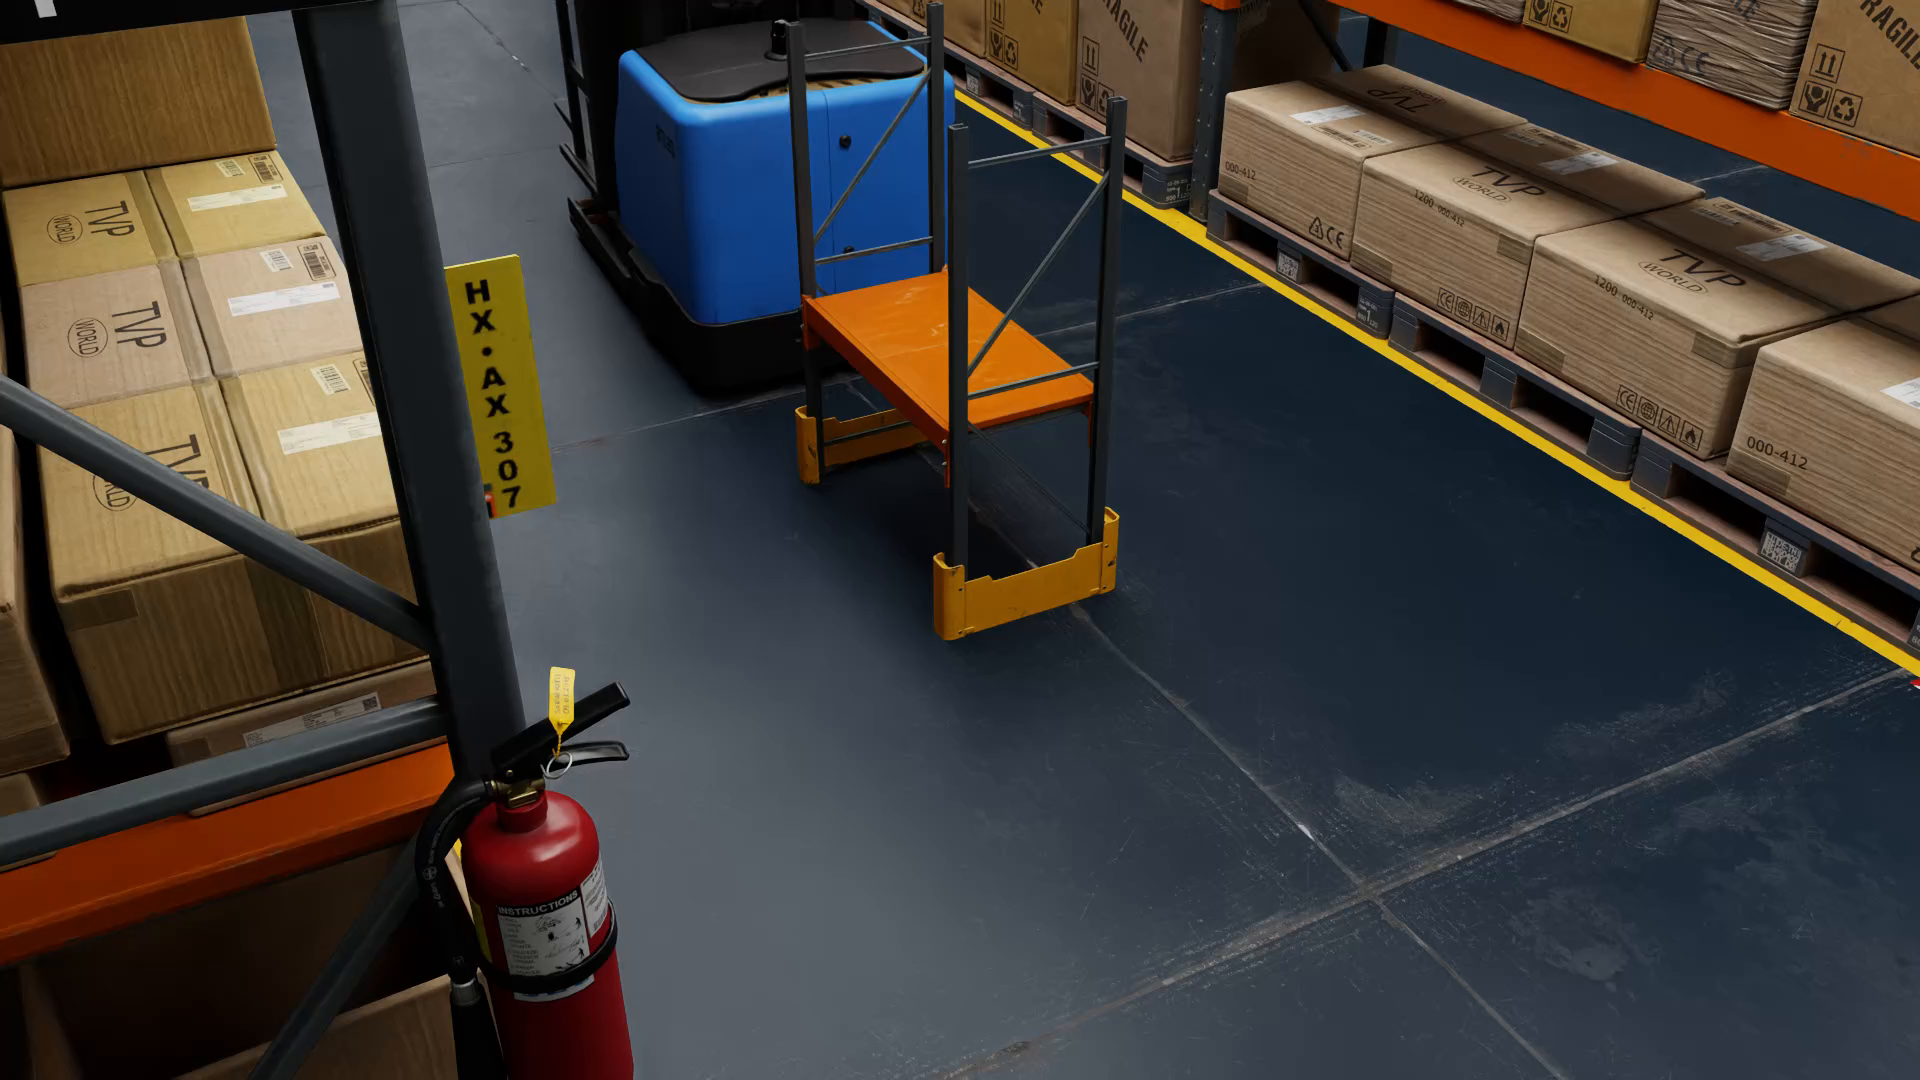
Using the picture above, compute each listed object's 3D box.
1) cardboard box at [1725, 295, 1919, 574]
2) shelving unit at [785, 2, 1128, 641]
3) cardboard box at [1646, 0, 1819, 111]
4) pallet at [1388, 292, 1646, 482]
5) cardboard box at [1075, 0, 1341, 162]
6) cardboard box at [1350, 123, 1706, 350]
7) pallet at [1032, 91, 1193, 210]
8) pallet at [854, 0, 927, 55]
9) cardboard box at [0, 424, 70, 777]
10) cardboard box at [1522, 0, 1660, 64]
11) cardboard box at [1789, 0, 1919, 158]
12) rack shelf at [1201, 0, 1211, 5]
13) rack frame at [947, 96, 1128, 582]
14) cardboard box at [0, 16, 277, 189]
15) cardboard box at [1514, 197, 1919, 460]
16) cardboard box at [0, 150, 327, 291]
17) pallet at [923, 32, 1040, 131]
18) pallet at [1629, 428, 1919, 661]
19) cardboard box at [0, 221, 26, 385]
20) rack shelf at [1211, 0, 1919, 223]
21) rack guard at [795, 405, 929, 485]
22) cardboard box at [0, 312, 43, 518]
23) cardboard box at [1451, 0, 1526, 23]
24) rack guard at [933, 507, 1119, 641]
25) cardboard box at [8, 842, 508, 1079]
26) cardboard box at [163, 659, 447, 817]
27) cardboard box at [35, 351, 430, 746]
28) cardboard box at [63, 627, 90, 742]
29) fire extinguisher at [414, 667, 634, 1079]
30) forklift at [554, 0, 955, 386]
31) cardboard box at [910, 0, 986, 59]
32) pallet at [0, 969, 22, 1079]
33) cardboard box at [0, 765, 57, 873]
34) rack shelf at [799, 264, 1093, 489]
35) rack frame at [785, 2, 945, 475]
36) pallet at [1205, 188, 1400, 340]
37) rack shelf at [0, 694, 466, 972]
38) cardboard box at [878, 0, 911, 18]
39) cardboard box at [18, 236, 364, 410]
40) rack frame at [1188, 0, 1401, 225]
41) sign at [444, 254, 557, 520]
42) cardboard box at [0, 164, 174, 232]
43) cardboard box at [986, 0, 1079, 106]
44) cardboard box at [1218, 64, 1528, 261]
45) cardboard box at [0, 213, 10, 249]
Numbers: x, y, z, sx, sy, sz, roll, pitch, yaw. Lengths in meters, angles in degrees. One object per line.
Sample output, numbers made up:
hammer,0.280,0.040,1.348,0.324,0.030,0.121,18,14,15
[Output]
cardboard box,2.974,-0.308,4.936,0.875,0.438,0.875,-17,36,-25
shelving unit,-0.036,-0.668,4.902,0.587,1.500,1.083,-16,36,-23
cardboard box,2.442,-1.612,4.893,0.500,0.500,0.500,-15,36,-22
pallet,2.363,-0.689,6.130,1.003,0.211,1.213,-16,36,-23
cardboard box,1.145,-2.387,7.775,0.875,0.875,0.875,-15,35,-22
cardboard box,2.121,-1.173,6.287,0.875,0.438,0.875,-17,36,-24
pallet,1.079,-2.004,8.183,1.003,0.211,1.213,-16,36,-23
pallet,-0.059,-3.169,10.000,1.003,0.211,1.213,-16,36,-23
cardboard box,-1.468,0.115,2.153,0.500,0.250,0.500,-15,36,-22
cardboard box,2.190,-1.855,5.273,0.500,0.500,0.500,-15,35,-22
cardboard box,2.690,-1.369,4.514,0.500,0.500,0.500,-17,36,-24
rack shelf,0.573,-3.481,8.569,1.077,0.370,4.000,-16,36,-23
rack frame,0.197,-0.430,4.530,0.500,1.500,0.032,-16,36,-23
cardboard box,-1.692,-1.048,3.273,0.500,0.500,0.500,-15,36,-22
cardboard box,2.540,-0.743,5.614,0.875,0.438,0.875,-15,36,-22
cardboard box,-1.467,-0.498,3.110,0.500,0.250,0.500,-17,36,-24
pallet,0.506,-2.587,9.092,1.003,0.211,1.213,-16,36,-23
pallet,2.928,-0.108,5.223,1.003,0.211,1.213,-16,36,-23
cardboard box,-1.935,-0.369,2.908,0.500,0.250,0.500,-15,35,-22
rack shelf,2.438,-1.572,5.589,1.077,0.370,4.000,-16,36,-23
rack guard,-0.268,-0.379,5.610,0.587,0.250,0.087,-16,36,-23
cardboard box,-1.708,-0.131,2.537,0.500,0.250,0.500,-16,36,-23
cardboard box,1.950,-2.101,5.656,0.500,0.500,0.500,-16,36,-23
rack guard,0.197,0.096,4.868,0.587,0.250,0.087,-16,36,-23
cardboard box,-1.221,0.889,3.007,0.797,0.503,0.637,-17,37,-25
cardboard box,-0.930,0.210,2.374,0.380,0.149,0.250,-16,36,-23
cardboard box,-0.992,-0.016,2.358,0.500,0.250,0.500,-16,36,-23
cardboard box,-1.475,0.209,2.377,0.380,0.149,0.250,-15,35,-22
fire extinguisher,-0.542,0.474,2.147,0.296,0.674,0.183,-16,36,-23
forklift,-1.073,-2.566,6.539,1.130,2.935,3.031,-14,35,-20
cardboard box,0.301,-3.243,9.111,0.875,0.875,0.875,-15,36,-23
pallet,-1.427,1.088,3.356,1.003,0.211,1.213,-16,36,-23
cardboard box,-1.411,0.345,2.163,0.380,0.149,0.250,-16,36,-24
rack shelf,-0.040,-0.521,5.006,0.538,0.185,1.000,-16,36,-23
rack frame,-0.277,-0.915,5.288,0.500,1.500,0.032,-16,36,-23
pallet,1.791,-1.272,7.040,1.003,0.211,1.213,-16,36,-23
rack shelf,-1.952,-0.321,3.638,1.077,0.370,4.000,-16,36,-23
cardboard box,-0.111,-3.670,9.777,0.875,0.875,0.875,-16,36,-24
cardboard box,-1.228,-0.257,2.733,0.500,0.250,0.500,-15,36,-23
rack frame,1.505,-2.829,6.885,1.000,3.000,0.127,-16,36,-23
sign,-0.539,-0.171,1.934,0.100,0.325,0.005,-16,36,-23
cardboard box,-1.724,-0.737,3.482,0.500,0.250,0.500,-17,36,-24
cardboard box,0.717,-2.816,8.445,0.875,0.875,0.875,-15,36,-22
cardboard box,1.703,-1.600,6.953,0.875,0.438,0.875,-16,36,-24
cardboard box,-2.178,-0.618,3.298,0.500,0.250,0.500,-16,36,-23
